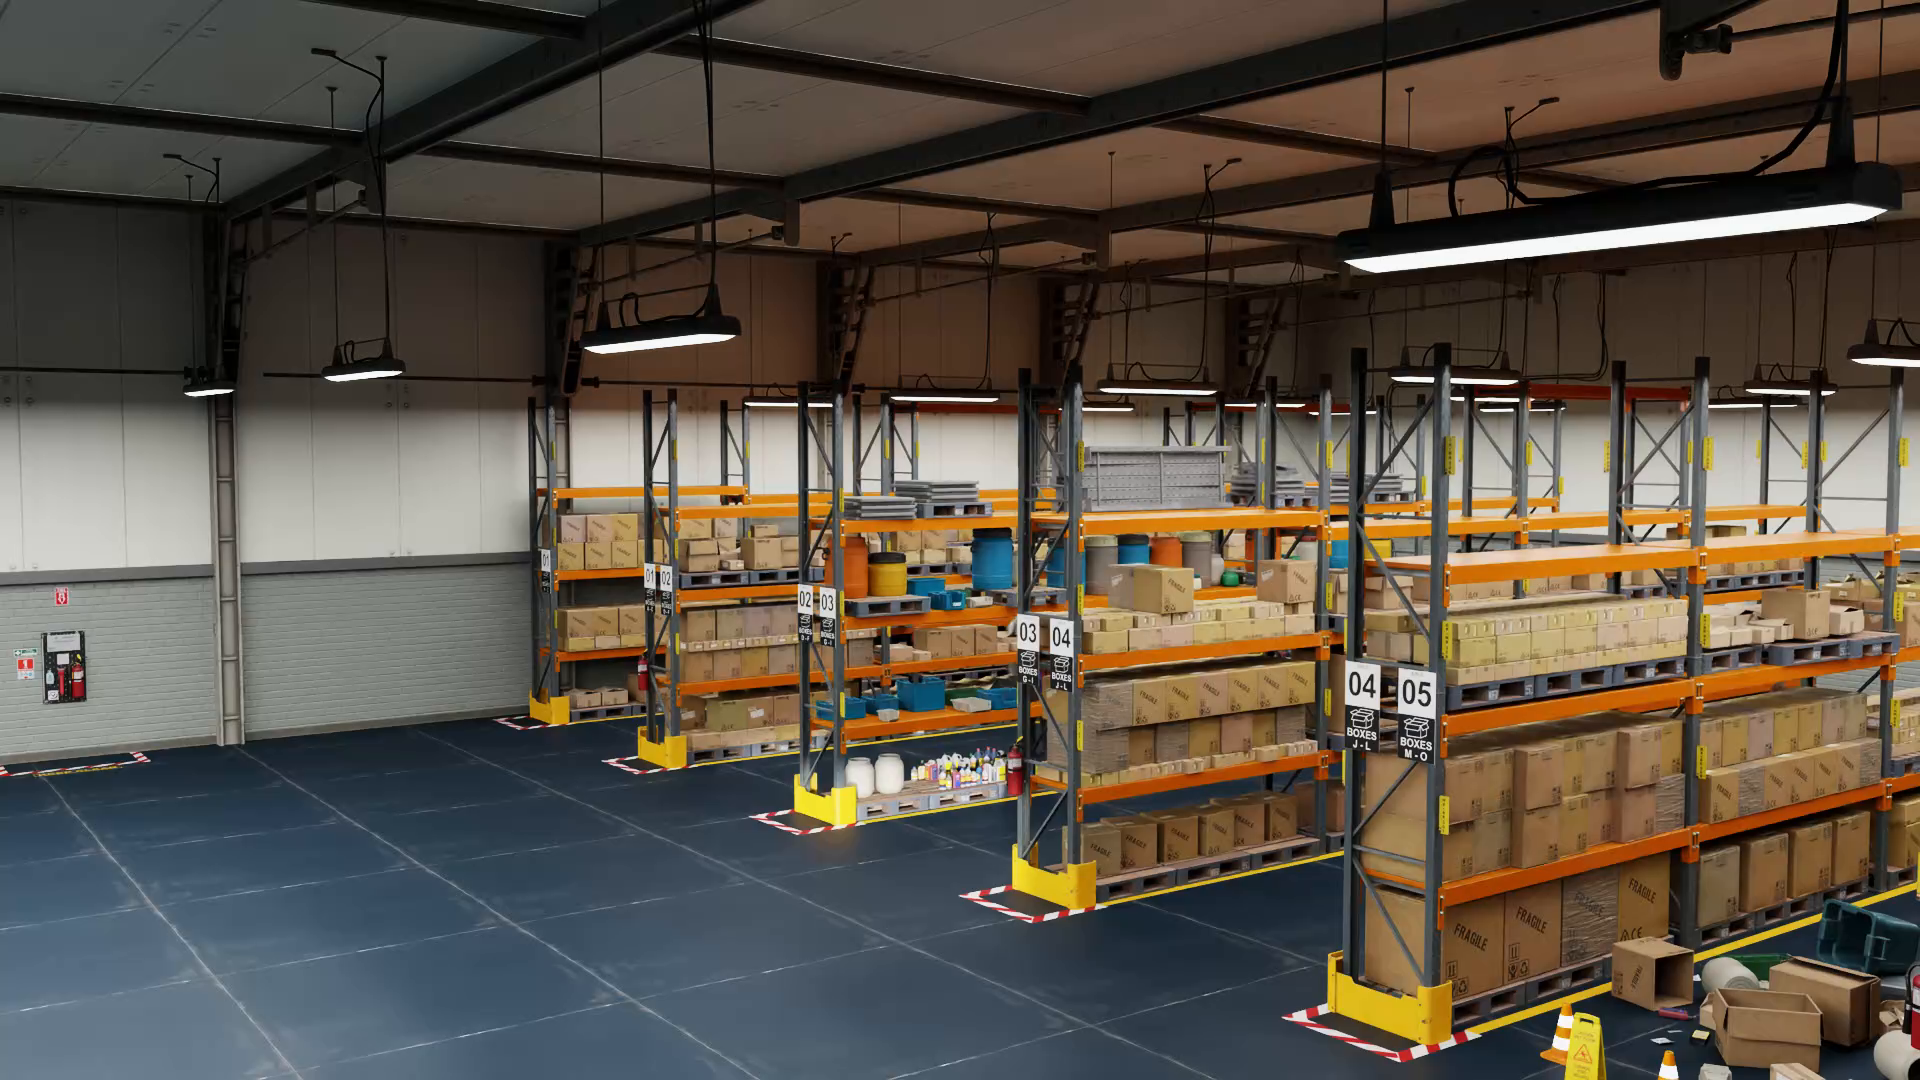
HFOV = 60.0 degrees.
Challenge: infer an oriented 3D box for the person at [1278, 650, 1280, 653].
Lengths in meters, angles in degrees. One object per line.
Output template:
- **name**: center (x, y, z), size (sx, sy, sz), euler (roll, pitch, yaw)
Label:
- **person**: center (7.605, 2.021, 38.839), size (1.079, 1.667, 0.528), euler (-3, 5, -44)

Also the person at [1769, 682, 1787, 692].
- **person**: center (12.329, 2.904, 25.063), size (0.823, 1.542, 0.497), euler (-3, 4, -38)

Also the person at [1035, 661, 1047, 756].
- **person**: center (1.284, 2.734, 27.495), size (0.456, 1.642, 0.564), euler (0, 3, -2)

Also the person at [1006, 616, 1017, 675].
- **person**: center (1.097, 2.209, 34.342), size (0.443, 1.577, 0.445), euler (1, 4, 17)
